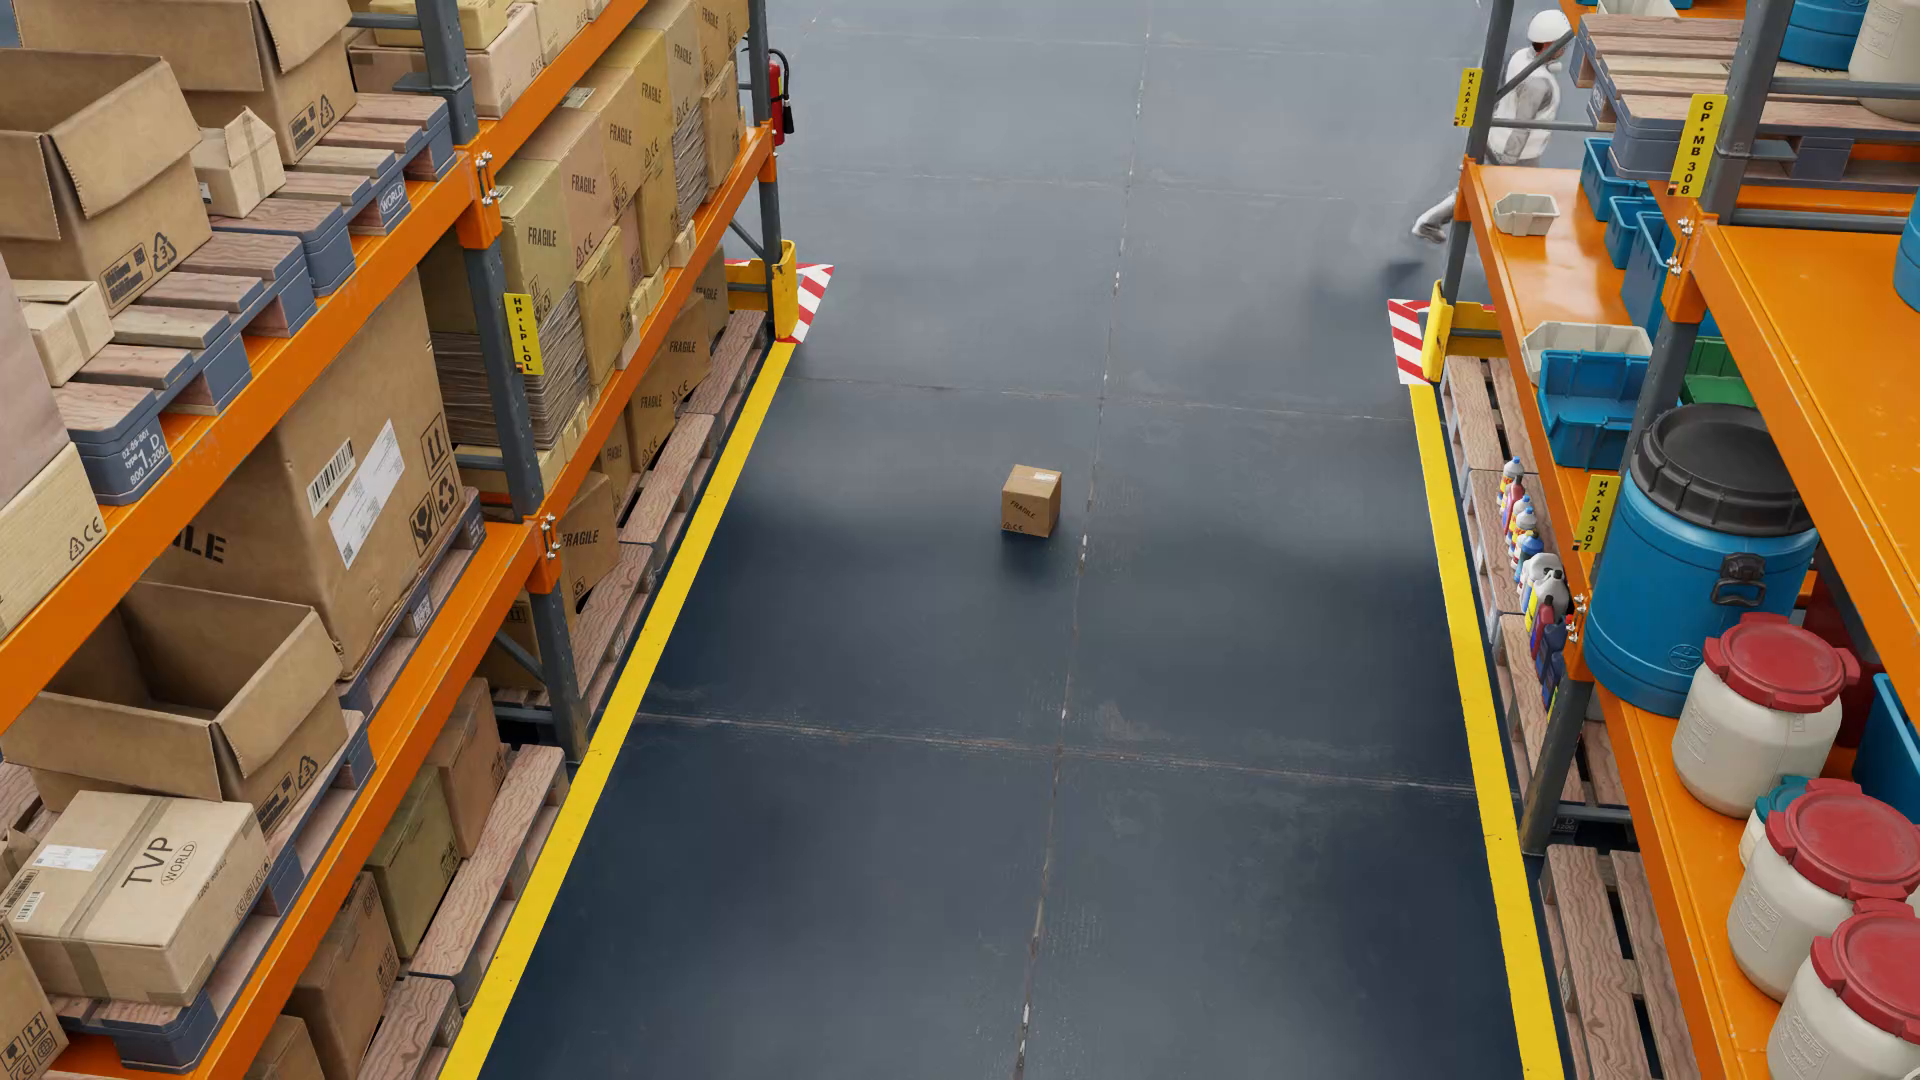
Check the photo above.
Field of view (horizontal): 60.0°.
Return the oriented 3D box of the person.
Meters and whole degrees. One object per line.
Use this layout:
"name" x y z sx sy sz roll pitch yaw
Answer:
"person" 3.436 -2.491 10.473 0.916 1.748 0.609 3 36 5
